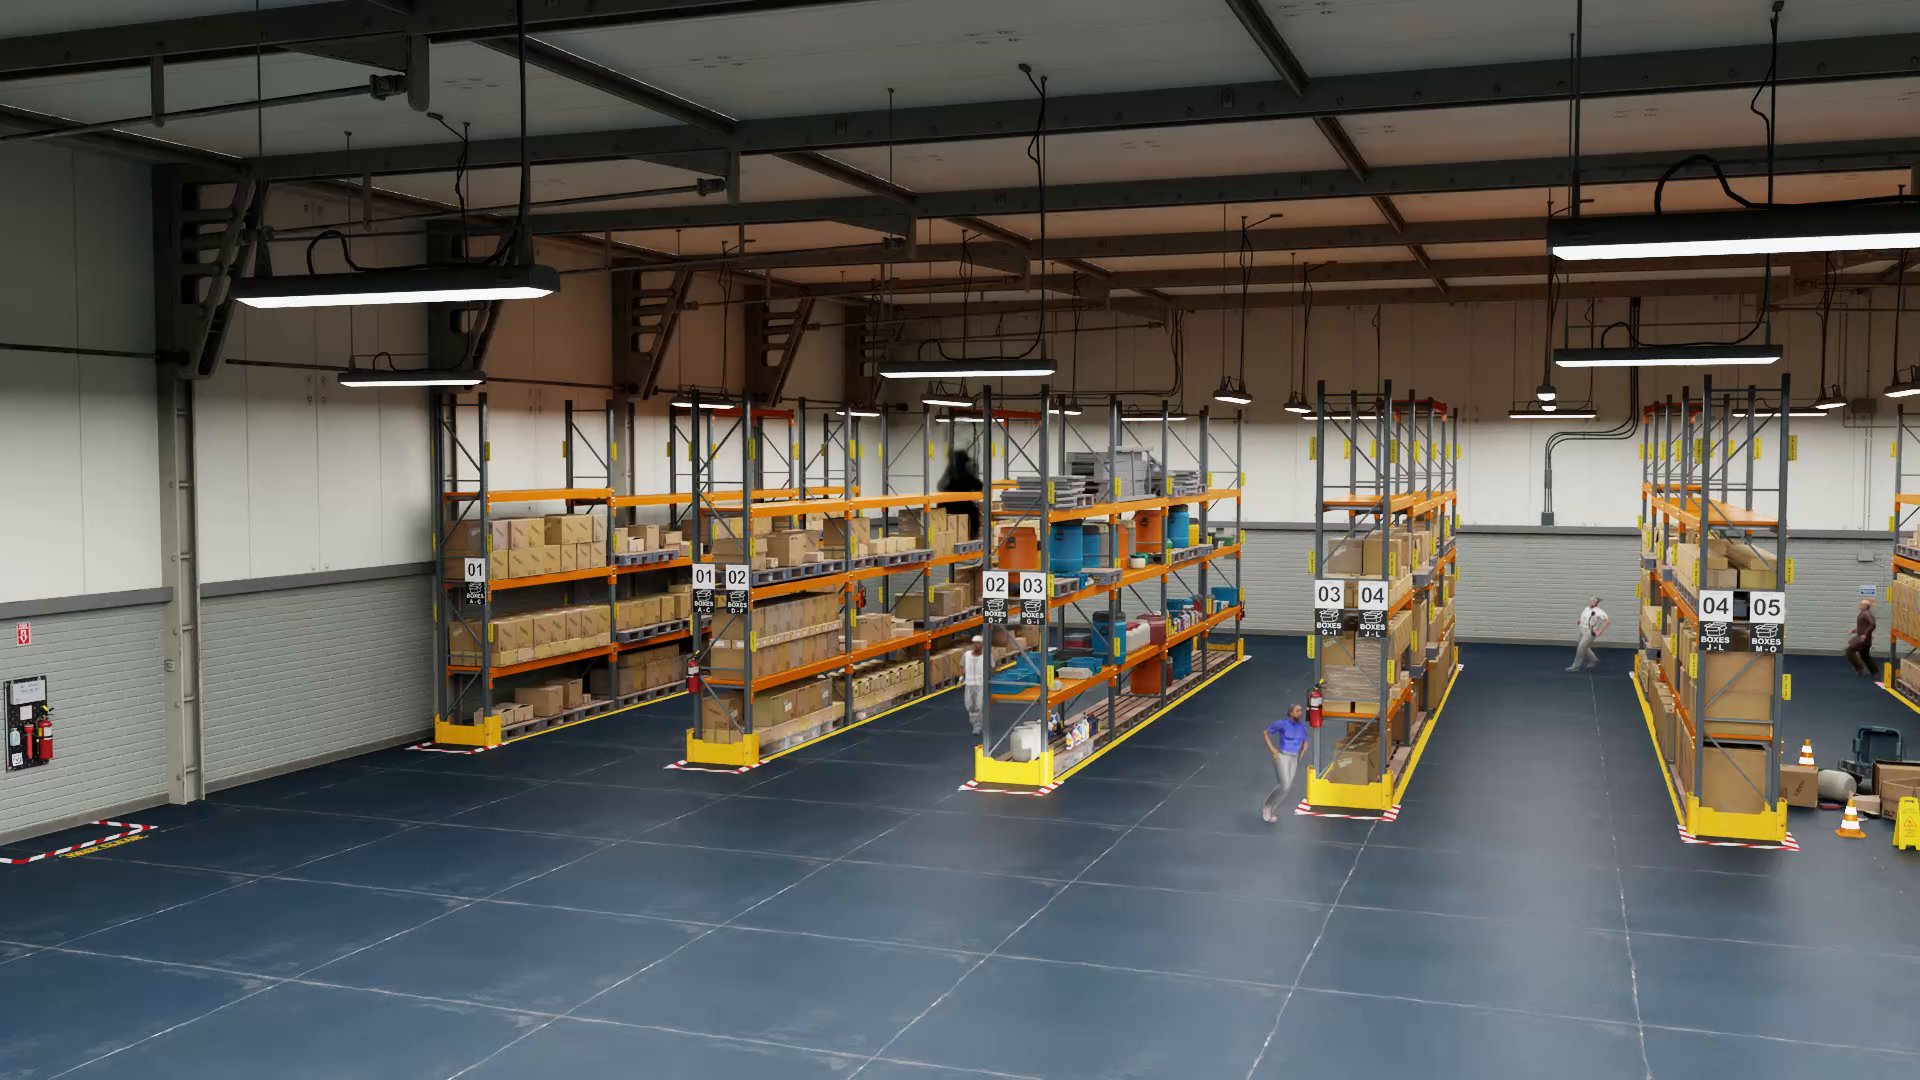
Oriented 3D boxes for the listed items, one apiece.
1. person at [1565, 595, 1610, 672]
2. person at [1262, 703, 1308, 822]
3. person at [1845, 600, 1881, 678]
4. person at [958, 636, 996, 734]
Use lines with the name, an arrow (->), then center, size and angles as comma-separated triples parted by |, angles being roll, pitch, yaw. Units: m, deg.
person -> 14.219, 2.114, 37.680 | 0.921, 1.742, 0.716 | -1, 3, -13
person -> 4.415, 2.999, 22.472 | 0.638, 1.601, 0.576 | -2, 3, -27
person -> 19.909, 2.194, 36.634 | 0.690, 1.764, 0.773 | 2, 4, 34
person -> 0.296, 2.566, 29.515 | 0.686, 1.733, 0.599 | 1, 3, 10
